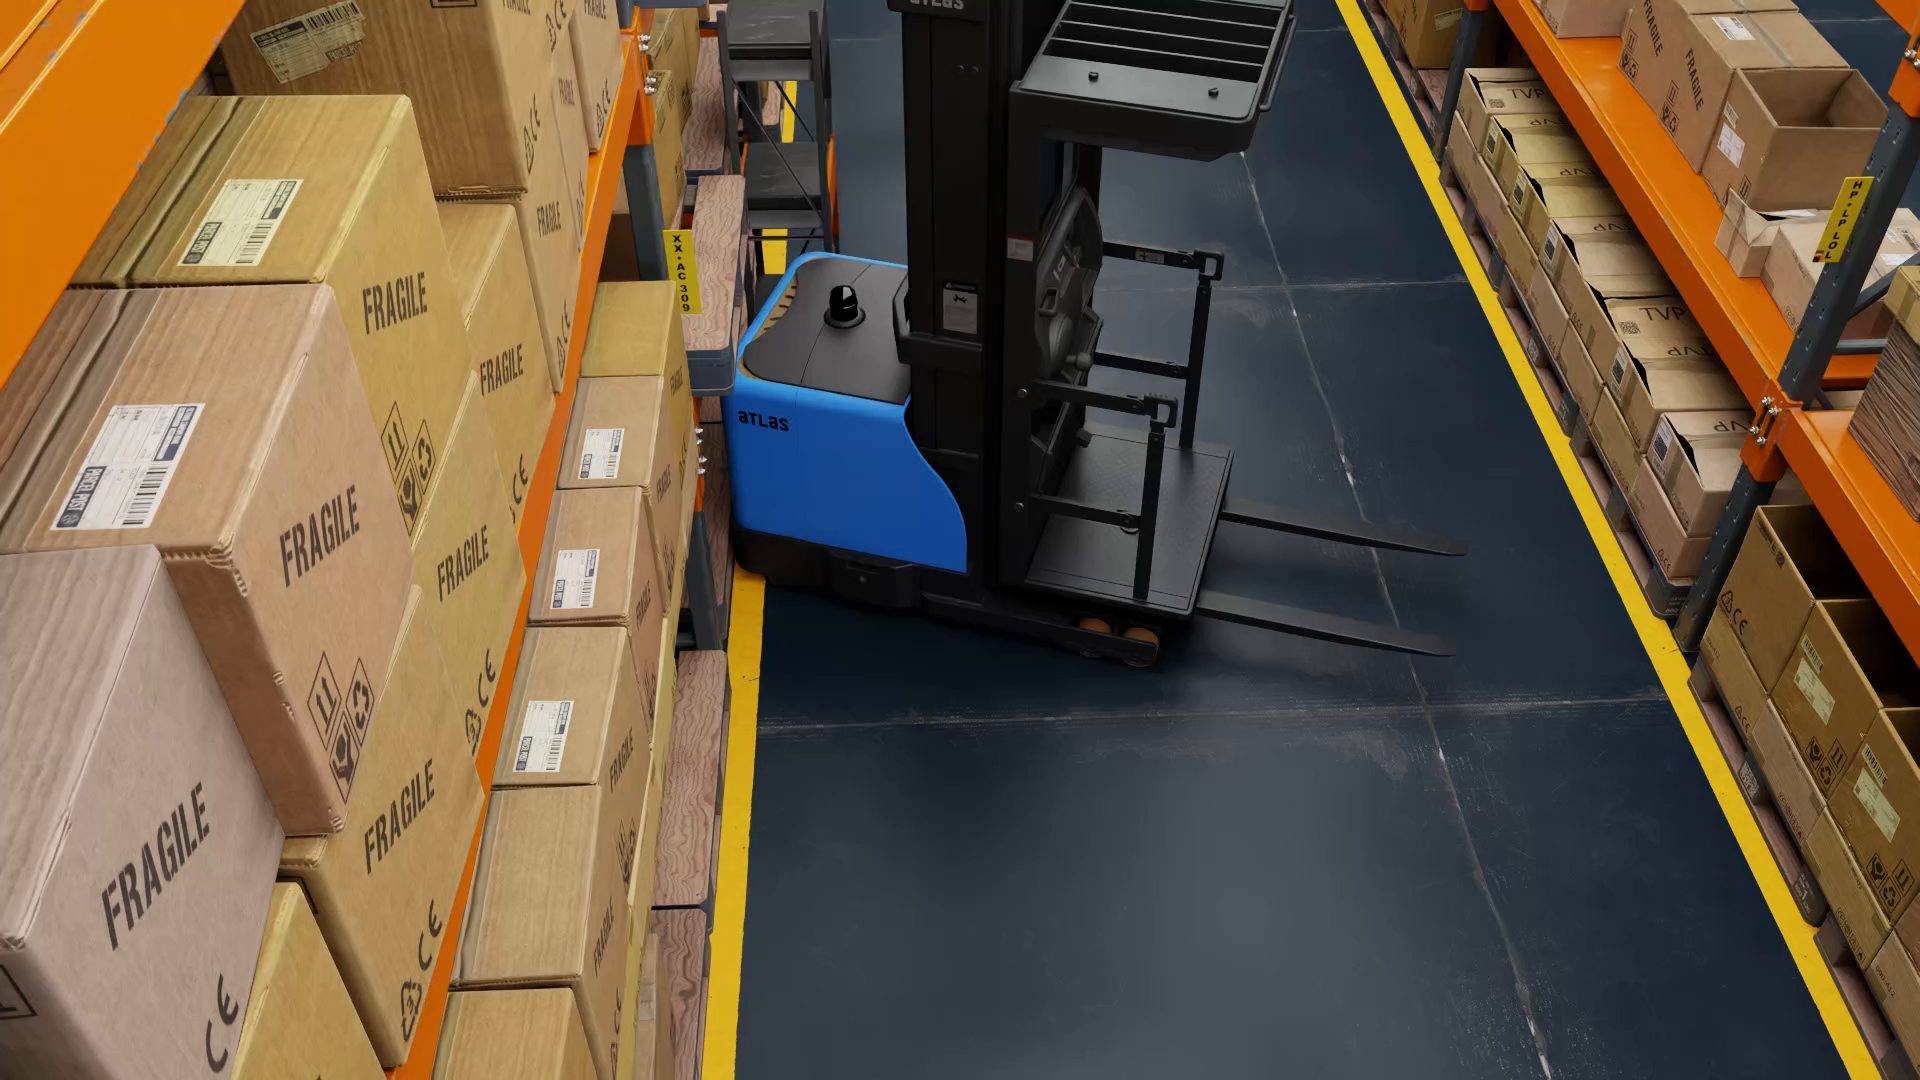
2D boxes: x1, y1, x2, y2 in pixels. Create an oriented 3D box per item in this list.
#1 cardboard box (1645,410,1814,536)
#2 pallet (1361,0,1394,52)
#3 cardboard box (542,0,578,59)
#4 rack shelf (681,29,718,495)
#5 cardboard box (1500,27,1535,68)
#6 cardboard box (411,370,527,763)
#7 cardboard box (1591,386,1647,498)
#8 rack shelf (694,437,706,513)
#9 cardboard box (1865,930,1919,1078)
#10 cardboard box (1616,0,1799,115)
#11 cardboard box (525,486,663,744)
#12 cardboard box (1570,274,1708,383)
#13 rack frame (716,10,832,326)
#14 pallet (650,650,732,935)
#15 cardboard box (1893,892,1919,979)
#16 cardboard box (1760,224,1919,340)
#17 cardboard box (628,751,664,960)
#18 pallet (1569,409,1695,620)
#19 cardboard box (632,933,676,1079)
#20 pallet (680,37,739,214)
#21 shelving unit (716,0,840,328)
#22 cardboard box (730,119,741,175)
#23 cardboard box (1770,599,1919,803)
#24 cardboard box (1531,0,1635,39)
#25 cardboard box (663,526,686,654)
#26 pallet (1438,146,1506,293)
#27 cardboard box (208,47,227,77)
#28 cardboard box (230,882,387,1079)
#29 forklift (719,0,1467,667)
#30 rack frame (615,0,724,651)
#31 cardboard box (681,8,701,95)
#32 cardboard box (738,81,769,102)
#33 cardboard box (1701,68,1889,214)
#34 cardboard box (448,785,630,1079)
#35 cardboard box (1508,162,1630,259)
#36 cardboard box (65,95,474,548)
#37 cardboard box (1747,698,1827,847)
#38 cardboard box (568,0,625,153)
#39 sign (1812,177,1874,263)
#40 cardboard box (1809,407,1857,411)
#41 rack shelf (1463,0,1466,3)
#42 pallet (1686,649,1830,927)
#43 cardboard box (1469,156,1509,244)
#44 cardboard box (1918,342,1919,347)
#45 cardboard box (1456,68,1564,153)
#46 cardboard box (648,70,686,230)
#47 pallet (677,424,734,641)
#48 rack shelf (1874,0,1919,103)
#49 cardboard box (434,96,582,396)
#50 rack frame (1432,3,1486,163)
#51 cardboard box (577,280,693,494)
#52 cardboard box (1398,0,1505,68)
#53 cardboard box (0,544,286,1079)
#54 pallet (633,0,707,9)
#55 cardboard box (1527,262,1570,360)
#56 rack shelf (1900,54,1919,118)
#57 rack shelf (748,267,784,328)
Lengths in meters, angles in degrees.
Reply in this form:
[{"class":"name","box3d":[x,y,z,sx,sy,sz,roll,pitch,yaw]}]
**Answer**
[{"class":"cardboard box","box3d":[3.182,-0.302,6.819,0.500,0.311,0.500,-2,43,-2]},{"class":"pallet","box3d":[3.273,-3.688,11.267,1.003,0.211,1.213,-2,43,-2]},{"class":"cardboard box","box3d":[-1.137,-1.361,3.616,0.500,0.500,0.500,0,43,1]},{"class":"rack shelf","box3d":[-1.548,-1.630,7.490,1.077,0.370,4.000,-2,43,-2]},{"class":"cardboard box","box3d":[3.582,-2.946,9.918,0.500,0.500,0.500,0,43,0]},{"class":"cardboard box","box3d":[-1.071,0.059,2.807,0.500,0.500,0.500,0,43,0]},{"class":"cardboard box","box3d":[3.159,-0.444,7.388,0.500,0.250,0.500,-2,43,-2]},{"class":"rack shelf","box3d":[-1.378,1.071,4.544,1.077,0.370,4.000,-2,43,-2]},{"class":"cardboard box","box3d":[3.262,1.504,5.263,0.500,0.250,0.500,-2,43,-2]},{"class":"cardboard box","box3d":[3.404,-2.294,7.609,0.500,0.500,0.500,-4,43,-4]},{"class":"cardboard box","box3d":[-1.097,0.214,4.487,0.500,0.500,0.500,-3,43,-3]},{"class":"cardboard box","box3d":[3.135,-0.990,7.569,0.500,0.311,0.500,-2,43,-2]},{"class":"rack frame","box3d":[-0.764,-1.317,7.283,0.400,2.100,0.015,-1,43,-1]},{"class":"pallet","box3d":[-1.399,0.936,6.223,1.003,0.211,1.213,-2,43,-2]},{"class":"cardboard box","box3d":[3.259,1.228,5.010,0.500,0.500,0.500,-2,43,-2]},{"class":"cardboard box","box3d":[3.421,-0.965,6.344,0.500,0.250,0.500,1,43,1]},{"class":"cardboard box","box3d":[-1.068,0.830,4.371,0.500,0.250,0.500,-1,43,-1]},{"class":"pallet","box3d":[3.416,-0.158,7.415,1.003,0.211,1.213,-2,43,-2]},{"class":"cardboard box","box3d":[-1.238,1.564,4.998,0.700,0.500,0.500,-4,43,-4]},{"class":"pallet","box3d":[-1.508,-1.839,7.328,1.003,0.211,1.213,-2,43,-2]},{"class":"shelving unit","box3d":[-0.767,-1.482,7.463,0.431,2.100,0.503,-1,43,-1]},{"class":"cardboard box","box3d":[-1.550,-2.001,8.887,0.700,0.500,0.500,-1,43,-1]},{"class":"cardboard box","box3d":[3.222,0.552,5.746,0.500,0.500,0.500,-2,43,-2]},{"class":"cardboard box","box3d":[3.161,-2.747,8.243,0.500,0.311,0.500,-2,43,-2]},{"class":"cardboard box","box3d":[-1.127,0.151,5.111,0.500,0.250,0.500,-1,43,-2]},{"class":"pallet","box3d":[3.312,-1.805,9.212,1.003,0.211,1.213,-2,43,-2]},{"class":"cardboard box","box3d":[-1.678,-1.002,3.964,0.500,0.500,0.500,0,43,0]},{"class":"cardboard box","box3d":[-1.058,0.773,2.028,0.500,0.500,0.500,-1,43,-1]},{"class":"forklift","box3d":[0.602,-0.962,6.280,3.031,2.935,1.130,11,44,12]},{"class":"rack frame","box3d":[-1.463,-0.545,5.774,1.000,3.000,0.127,-2,43,-2]},{"class":"cardboard box","box3d":[-1.528,-2.287,7.275,0.700,0.500,0.500,-2,43,-2]},{"class":"cardboard box","box3d":[-1.533,-3.108,9.850,0.750,0.750,0.750,-2,43,-2]},{"class":"cardboard box","box3d":[3.447,-1.601,6.852,0.500,0.500,0.500,1,43,1]},{"class":"cardboard box","box3d":[-1.040,0.913,3.724,0.500,0.500,0.500,-3,43,-3]},{"class":"cardboard box","box3d":[3.095,-1.677,8.318,0.500,0.311,0.500,-3,43,-3]},{"class":"cardboard box","box3d":[-1.071,-0.316,2.475,0.500,0.500,0.500,-1,43,-1]},{"class":"cardboard box","box3d":[3.219,0.829,5.999,0.500,0.250,0.500,-2,43,-2]},{"class":"cardboard box","box3d":[-1.195,-1.359,4.354,0.500,0.500,0.500,-1,43,-1]},{"class":"sign","box3d":[2.944,-1.065,5.543,0.100,0.325,0.005,-2,43,-2]},{"class":"cardboard box","box3d":[3.717,-0.323,6.842,0.500,0.311,0.500,-2,43,-2]},{"class":"rack shelf","box3d":[3.231,-4.475,10.594,1.077,0.370,4.000,-2,43,-2]},{"class":"pallet","box3d":[3.478,0.877,6.287,1.003,0.211,1.213,-2,43,-2]},{"class":"cardboard box","box3d":[3.067,-1.830,8.900,0.500,0.250,0.500,-3,43,-3]},{"class":"cardboard box","box3d":[3.315,-0.609,5.290,0.380,0.149,0.250,-1,43,-1]},{"class":"cardboard box","box3d":[3.045,-2.376,9.081,0.500,0.311,0.500,0,43,0]},{"class":"cardboard box","box3d":[-1.467,-1.466,6.379,0.700,0.500,0.500,2,43,3]},{"class":"pallet","box3d":[-1.498,-0.042,7.290,1.003,0.211,1.213,-2,43,-2]},{"class":"rack shelf","box3d":[3.401,-2.880,6.634,1.077,0.370,4.000,-2,43,-2]},{"class":"cardboard box","box3d":[-1.125,-0.646,3.576,0.500,0.500,0.500,-3,43,-3]},{"class":"rack frame","box3d":[3.316,-3.390,8.878,1.000,3.000,0.127,-2,43,-2]},{"class":"cardboard box","box3d":[-1.134,-0.463,5.226,0.500,0.500,0.500,-2,43,-2]},{"class":"cardboard box","box3d":[3.042,-3.255,10.255,0.500,0.500,0.500,0,43,0]},{"class":"cardboard box","box3d":[-1.067,0.370,1.727,0.500,0.500,0.500,-4,43,-5]},{"class":"pallet","box3d":[-1.383,-2.001,5.282,1.213,0.211,1.003,-2,43,-2]},{"class":"cardboard box","box3d":[3.117,-1.133,8.139,0.500,0.250,0.500,-1,43,-1]},{"class":"rack shelf","box3d":[3.571,-0.180,3.688,1.077,0.370,4.000,-2,43,-2]},{"class":"rack shelf","box3d":[-0.767,-0.956,7.945,0.431,0.518,0.480,-1,43,-1]}]
